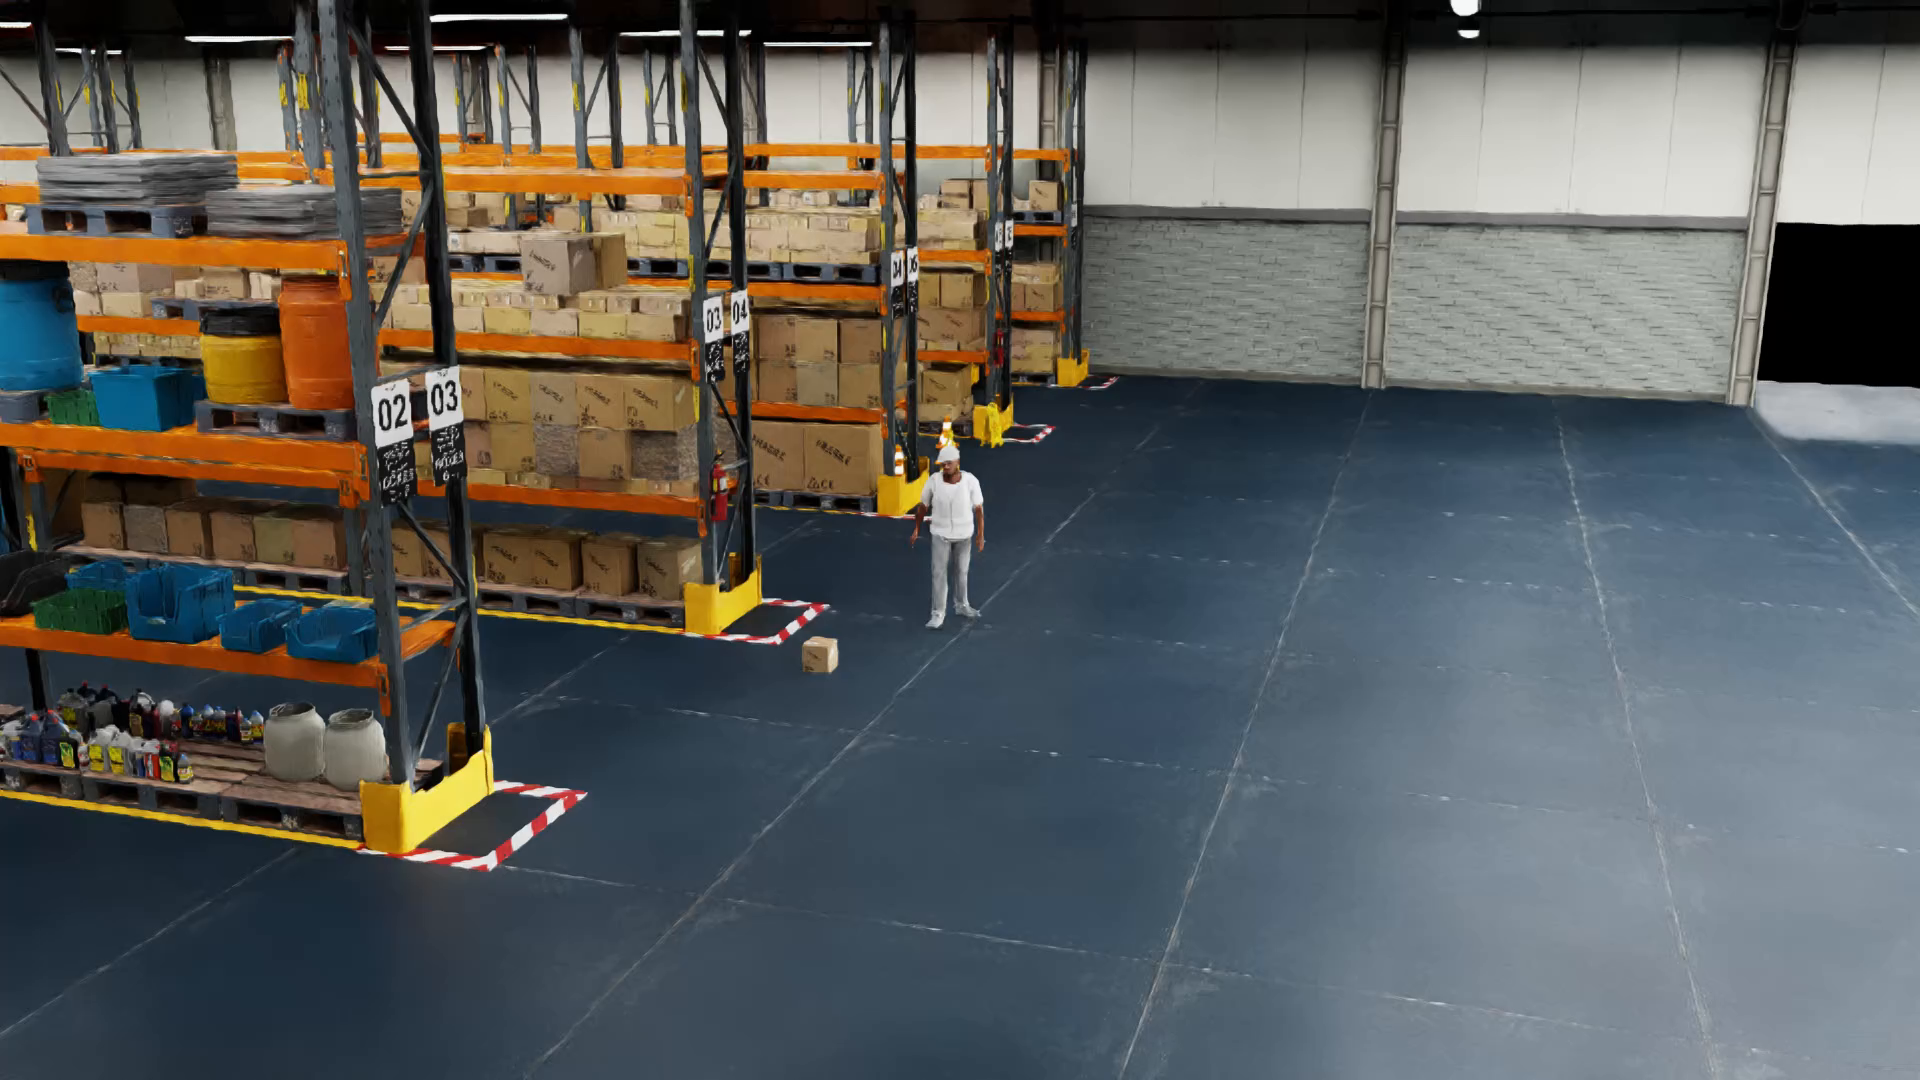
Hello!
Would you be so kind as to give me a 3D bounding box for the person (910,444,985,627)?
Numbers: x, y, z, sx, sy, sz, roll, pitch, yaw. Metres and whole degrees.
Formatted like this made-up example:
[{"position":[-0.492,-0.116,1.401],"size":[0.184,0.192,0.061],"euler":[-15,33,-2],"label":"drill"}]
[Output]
[{"position":[-0.124,-0.046,16.105],"size":[0.730,1.765,0.631],"euler":[0,15,-2],"label":"person"}]
